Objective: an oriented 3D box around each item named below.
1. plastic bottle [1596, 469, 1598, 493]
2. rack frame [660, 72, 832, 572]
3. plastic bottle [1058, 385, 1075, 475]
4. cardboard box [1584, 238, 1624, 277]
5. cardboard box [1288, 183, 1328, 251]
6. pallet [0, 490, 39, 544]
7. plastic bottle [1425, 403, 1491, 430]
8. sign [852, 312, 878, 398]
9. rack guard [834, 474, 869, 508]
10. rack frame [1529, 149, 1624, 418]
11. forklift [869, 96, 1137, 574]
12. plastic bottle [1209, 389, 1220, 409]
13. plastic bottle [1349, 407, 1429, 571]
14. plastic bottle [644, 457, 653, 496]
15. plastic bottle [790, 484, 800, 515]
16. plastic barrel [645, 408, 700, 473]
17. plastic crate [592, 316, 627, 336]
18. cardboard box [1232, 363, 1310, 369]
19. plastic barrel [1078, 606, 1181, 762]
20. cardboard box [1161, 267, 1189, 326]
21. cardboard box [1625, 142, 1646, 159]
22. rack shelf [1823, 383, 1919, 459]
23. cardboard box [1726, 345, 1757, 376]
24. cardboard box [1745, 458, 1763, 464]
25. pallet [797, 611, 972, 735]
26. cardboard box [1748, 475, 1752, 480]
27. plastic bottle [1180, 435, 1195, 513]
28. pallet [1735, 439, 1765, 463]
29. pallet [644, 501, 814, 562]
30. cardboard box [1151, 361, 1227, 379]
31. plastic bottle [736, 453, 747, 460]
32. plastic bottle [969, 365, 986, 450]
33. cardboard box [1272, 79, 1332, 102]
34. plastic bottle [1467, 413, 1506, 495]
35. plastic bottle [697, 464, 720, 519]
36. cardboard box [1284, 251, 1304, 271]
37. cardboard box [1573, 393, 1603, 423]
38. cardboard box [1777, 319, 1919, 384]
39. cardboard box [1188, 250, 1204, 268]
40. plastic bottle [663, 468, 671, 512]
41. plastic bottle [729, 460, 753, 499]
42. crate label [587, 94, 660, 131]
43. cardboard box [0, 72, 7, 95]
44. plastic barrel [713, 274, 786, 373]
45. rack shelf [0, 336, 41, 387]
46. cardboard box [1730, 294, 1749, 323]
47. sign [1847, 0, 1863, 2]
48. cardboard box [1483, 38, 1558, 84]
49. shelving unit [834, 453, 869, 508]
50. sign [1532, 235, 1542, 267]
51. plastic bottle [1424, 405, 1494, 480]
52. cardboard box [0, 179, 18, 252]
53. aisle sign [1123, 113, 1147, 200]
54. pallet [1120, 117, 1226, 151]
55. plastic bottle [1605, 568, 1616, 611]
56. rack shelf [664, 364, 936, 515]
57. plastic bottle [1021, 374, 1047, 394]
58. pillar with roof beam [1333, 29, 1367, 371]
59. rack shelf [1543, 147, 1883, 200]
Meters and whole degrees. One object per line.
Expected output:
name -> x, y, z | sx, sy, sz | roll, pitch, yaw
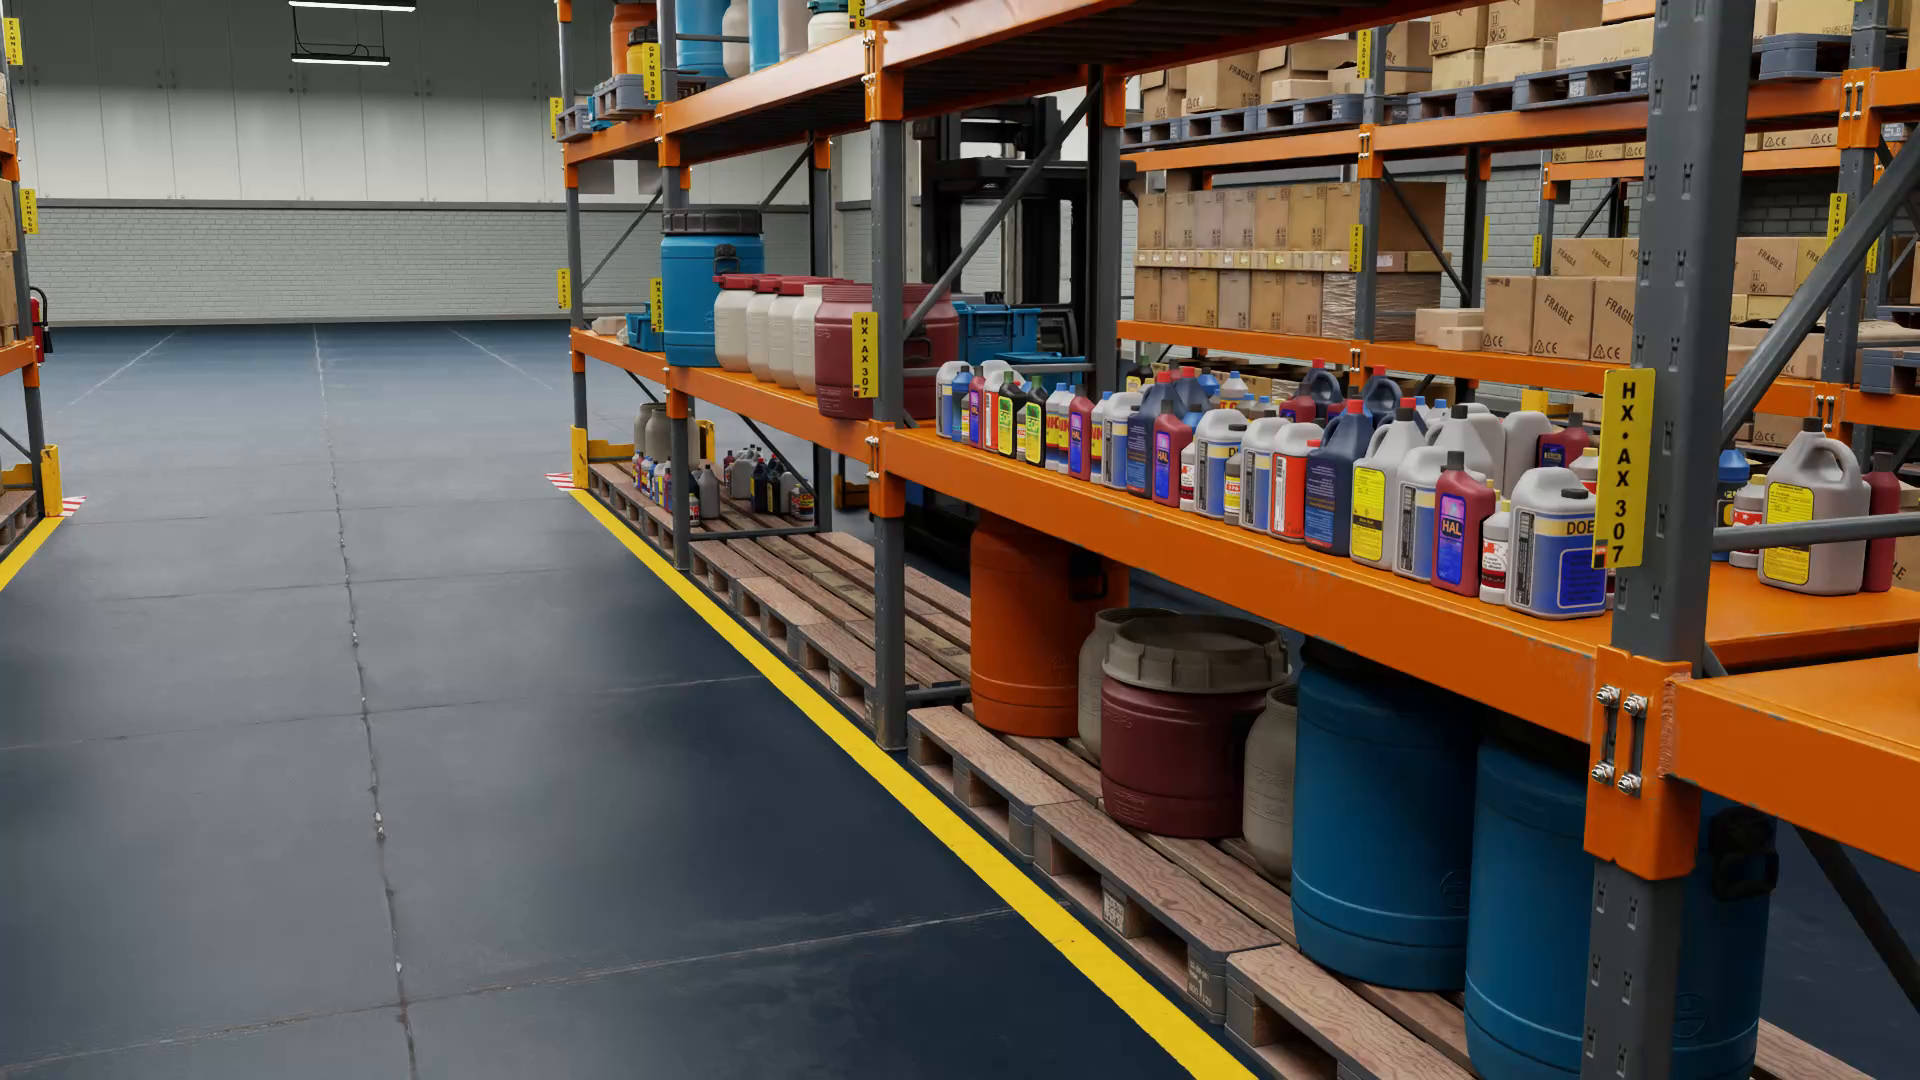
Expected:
plastic bottle -> 1.599, -0.112, 4.051 | 0.097, 0.201, 0.097 | 0, 10, 0
rack frame -> -1.303, -1.319, 10.273 | 1.000, 3.000, 0.127 | -4, 11, -21
plastic bottle -> 0.353, -0.341, 5.137 | 0.097, 0.271, 0.097 | 0, 10, 0
cardboard box -> 6.544, -2.728, 16.421 | 0.500, 0.500, 0.500 | -4, 11, -21
cardboard box -> 2.964, -2.476, 12.782 | 0.700, 0.500, 0.500 | -4, 11, -21
pallet -> -7.080, -0.138, 11.593 | 1.003, 0.211, 1.213 | -4, 11, -21
plastic bottle -> 1.364, -0.241, 4.566 | 0.152, 0.276, 0.135 | -4, 11, -21
sign -> -0.364, -0.711, 6.385 | 0.100, 0.325, 0.005 | -4, 11, -21
rack guard -> -0.697, -0.398, 12.946 | 0.587, 0.250, 0.087 | -4, 11, -23
rack frame -> 6.481, -2.601, 17.478 | 1.000, 3.000, 0.127 | -4, 11, -21
forklift -> 0.407, -1.314, 10.440 | 1.130, 2.935, 3.031 | -4, 11, -23
plastic bottle -> 0.905, -0.424, 5.808 | 0.097, 0.201, 0.097 | 0, 10, 0
plastic bottle -> 0.958, -0.119, 3.663 | 0.144, 0.351, 0.185 | -4, 11, -21
plastic bottle -> -2.226, -0.458, 11.962 | 0.097, 0.271, 0.097 | 0, 10, 0
plastic bottle -> -1.084, -0.271, 11.115 | 0.097, 0.201, 0.097 | 0, 10, 0
plastic barrel -> -2.261, -0.770, 13.088 | 0.421, 0.512, 0.421 | 0, 10, 0
plastic crate -> -2.728, -1.676, 13.030 | 0.298, 0.136, 0.250 | -4, 11, -21
cardboard box -> 2.713, -1.277, 14.547 | 0.500, 0.500, 0.500 | -4, 11, -21
plastic barrel -> 0.627, 0.517, 5.854 | 0.421, 0.512, 0.421 | 0, 10, 0
cardboard box -> 2.217, -2.173, 14.785 | 0.700, 0.500, 0.500 | -4, 11, -19
cardboard box -> 6.722, -3.892, 15.828 | 0.500, 0.500, 0.500 | -3, 11, -18
rack shelf -> 5.489, -0.300, 6.594 | 1.077, 0.370, 4.000 | -4, 11, -21
cardboard box -> 4.181, -0.986, 9.115 | 0.380, 0.149, 0.250 | -4, 11, -21
cardboard box -> 4.467, -0.382, 10.054 | 0.500, 0.311, 0.500 | -4, 11, -22
pallet -> -0.098, 0.577, 7.571 | 1.003, 0.211, 1.213 | -4, 11, -21
cardboard box -> 4.151, -0.264, 9.388 | 0.500, 0.311, 0.500 | -4, 11, -22
plastic bottle -> 0.636, -0.179, 4.426 | 0.097, 0.201, 0.097 | 0, 10, 0
pallet -> 7.208, -0.882, 15.776 | 1.003, 0.211, 1.213 | -4, 11, -21
pallet -> -1.508, -0.059, 11.148 | 1.003, 0.211, 1.213 | -4, 11, -21
cardboard box -> 2.035, -1.325, 14.816 | 0.500, 0.500, 0.500 | -4, 11, -21
plastic bottle -> -1.562, -0.510, 12.246 | 0.152, 0.276, 0.135 | -4, 11, -22
plastic bottle -> 0.078, -0.461, 5.782 | 0.061, 0.283, 0.133 | -4, 11, -21
cardboard box -> 2.623, -3.442, 12.756 | 0.380, 0.149, 0.250 | -4, 11, -21
plastic bottle -> 1.306, -0.194, 4.299 | 0.152, 0.276, 0.135 | -4, 11, -21
plastic bottle -> -1.671, -0.328, 11.006 | 0.144, 0.351, 0.185 | -4, 11, -21
cardboard box -> 2.736, -2.158, 12.852 | 0.380, 0.149, 0.250 | -4, 11, -21
cardboard box -> 6.648, -1.375, 17.008 | 0.500, 0.311, 0.500 | -5, 11, -27
cardboard box -> 4.673, -0.999, 8.723 | 0.500, 0.311, 0.500 | -3, 11, -17
cardboard box -> 2.182, -2.409, 14.258 | 0.380, 0.149, 0.250 | -4, 11, -23
plastic bottle -> -1.973, -0.341, 11.271 | 0.061, 0.283, 0.133 | -3, 11, -17
plastic bottle -> -1.560, -0.440, 11.849 | 0.152, 0.276, 0.135 | -4, 11, -21
crate label -> -2.382, -3.049, 11.858 | 0.502, 0.251, 0.408 | -4, 11, -21
cardboard box -> -6.978, -3.232, 11.748 | 0.380, 0.149, 0.250 | -4, 11, -21
plastic barrel -> -1.161, -1.216, 9.305 | 0.433, 0.535, 0.433 | 0, 10, 0
rack shelf -> -6.644, -0.977, 10.404 | 1.077, 0.370, 4.000 | -4, 11, -21
cardboard box -> 7.107, -2.105, 15.061 | 0.500, 0.250, 0.500 | -4, 11, -21
sign -> 4.244, -2.717, 7.861 | 0.100, 0.325, 0.005 | -4, 11, -21
cardboard box -> 3.731, -3.052, 10.678 | 0.500, 0.250, 0.500 | -5, 11, -26
shelving unit -> -0.498, -0.934, 12.387 | 0.587, 1.500, 1.083 | -4, 11, -23
sign -> 5.975, -2.993, 17.208 | 0.100, 0.325, 0.005 | -4, 11, -21
plastic bottle -> 1.092, -0.128, 3.714 | 0.144, 0.351, 0.185 | -4, 11, -21
cardboard box -> -6.939, -2.272, 11.637 | 0.500, 0.500, 0.500 | -4, 11, -21
aisle sign -> 1.556, -3.557, 15.430 | 0.394, 0.787, 0.004 | -4, 11, -21
pallet -> 2.097, -3.602, 14.794 | 1.003, 0.211, 1.213 | -4, 11, -21
plastic bottle -> 1.261, 0.029, 3.257 | 0.097, 0.201, 0.097 | 0, 10, 0
rack shelf -> -0.578, -0.639, 8.500 | 1.077, 0.370, 4.000 | -4, 11, -21
plastic bottle -> 0.243, -0.420, 5.582 | 0.097, 0.271, 0.097 | 0, 10, 0
pillar with roof beam -> 1.354, -6.201, 20.589 | 9.100, 9.000, 0.400 | -4, 11, -21
rack shelf -> 7.206, -3.397, 15.443 | 1.077, 0.370, 4.000 | -4, 11, -21
